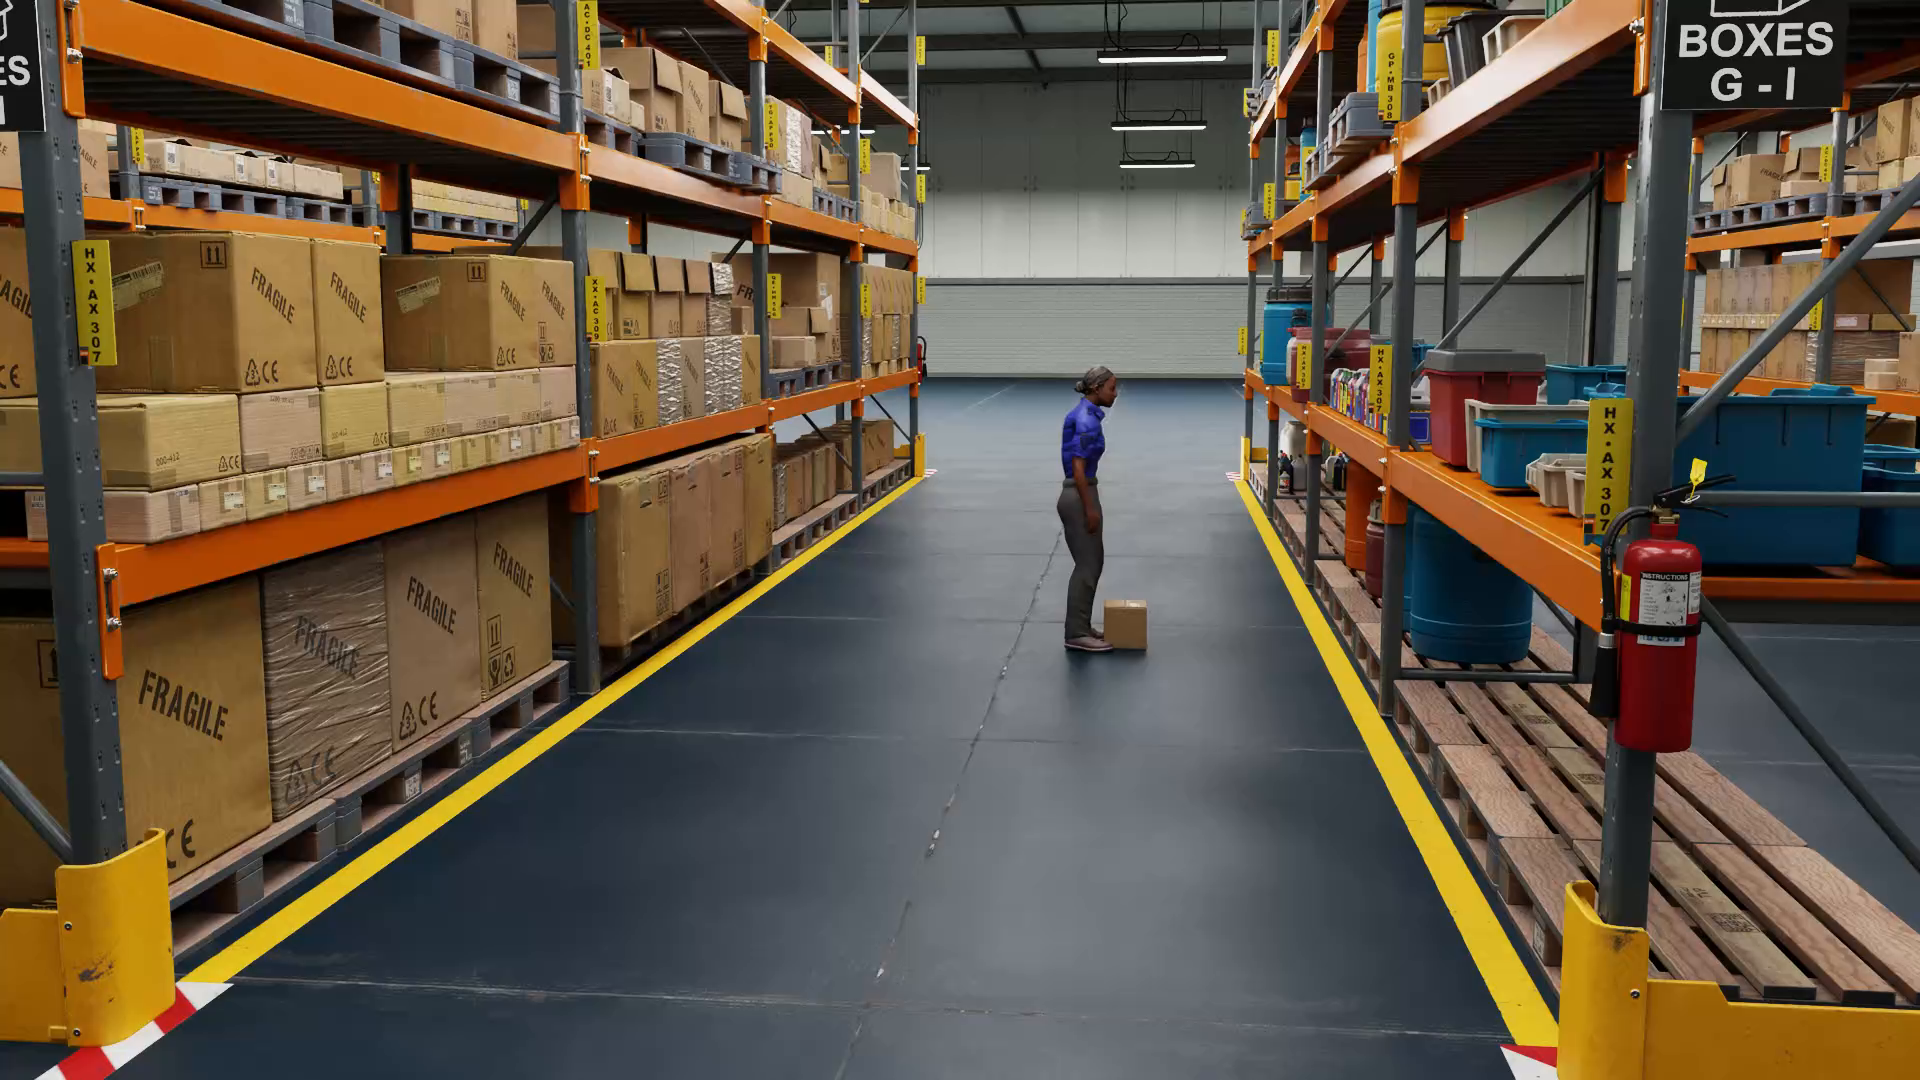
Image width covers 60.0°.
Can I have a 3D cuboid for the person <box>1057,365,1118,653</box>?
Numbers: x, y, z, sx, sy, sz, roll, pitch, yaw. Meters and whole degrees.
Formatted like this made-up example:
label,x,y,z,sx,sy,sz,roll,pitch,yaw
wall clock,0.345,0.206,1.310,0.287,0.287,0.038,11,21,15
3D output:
label,x,y,z,sx,sy,sz,roll,pitch,yaw
person,0.746,-0.198,9.782,0.346,1.655,0.506,1,8,7
